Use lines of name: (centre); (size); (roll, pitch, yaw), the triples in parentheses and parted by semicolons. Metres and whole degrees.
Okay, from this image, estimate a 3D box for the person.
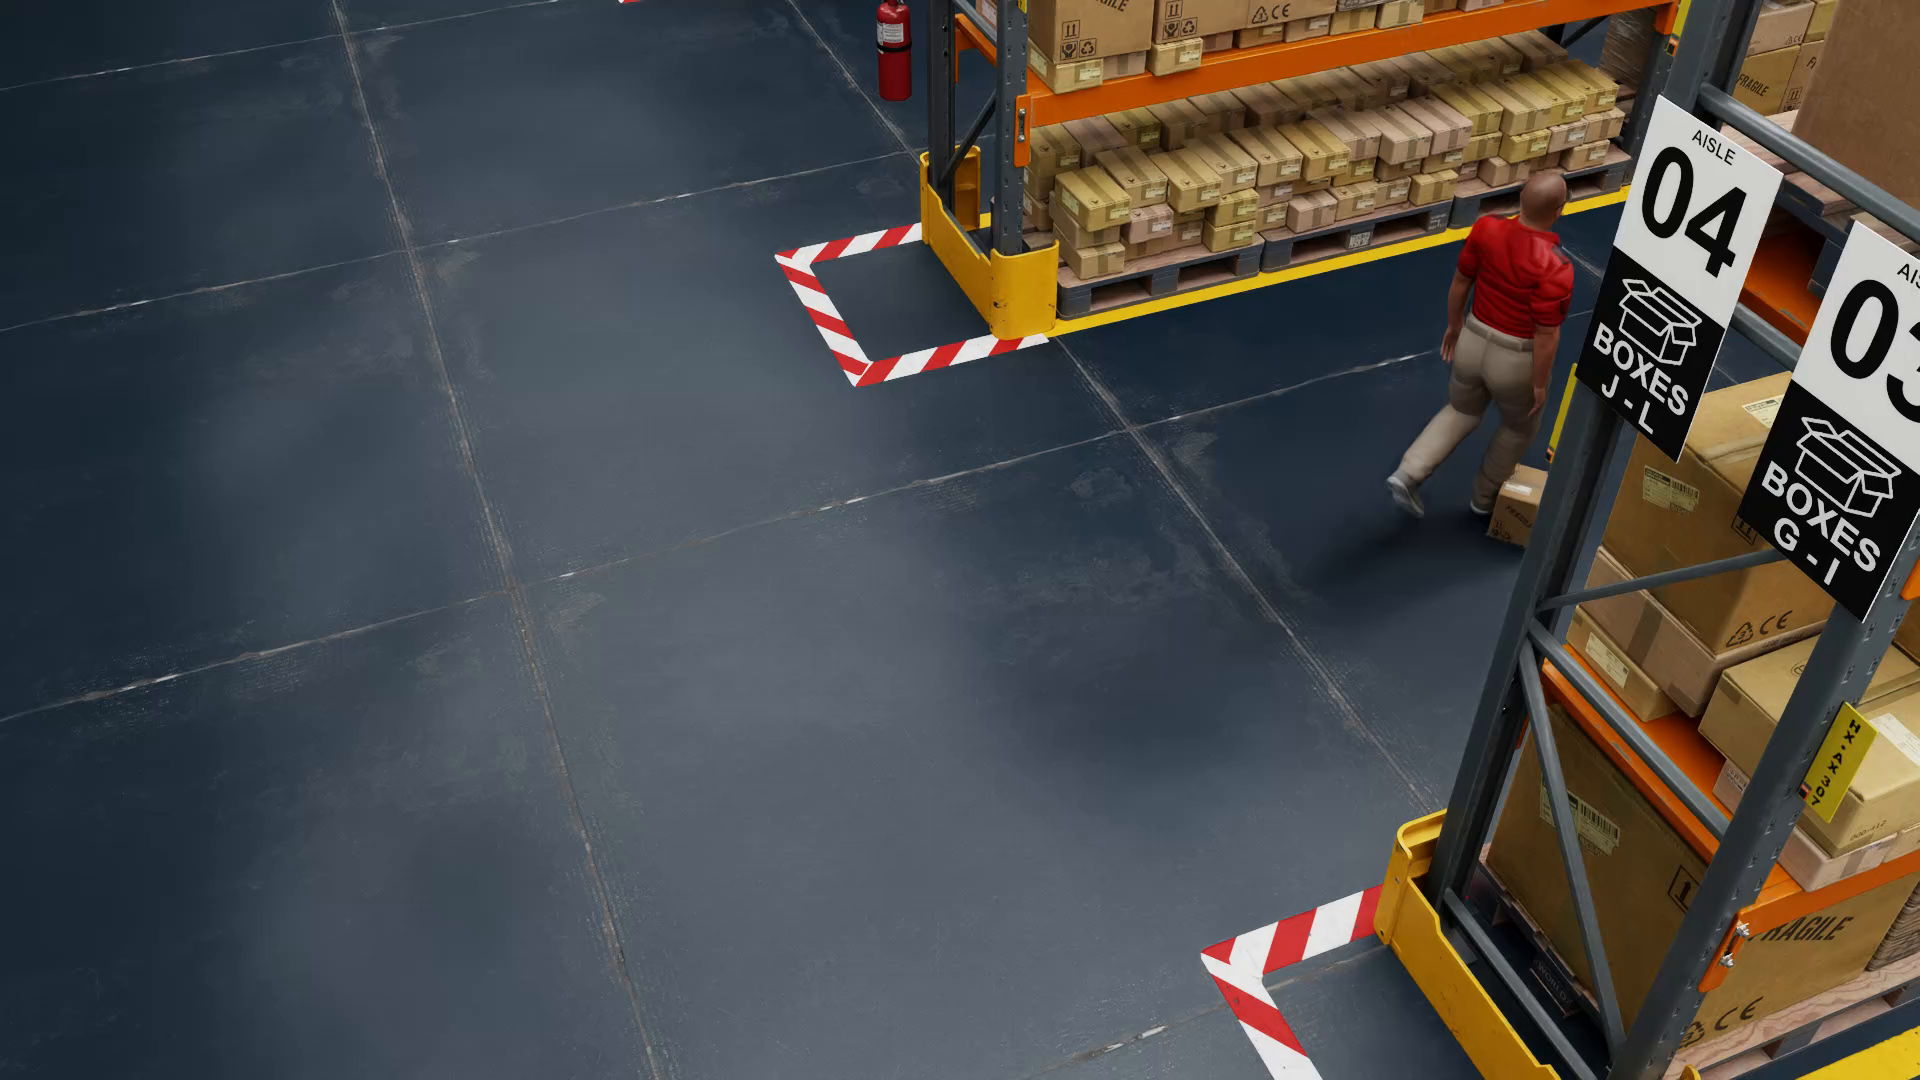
person: (2.237, -0.780, 7.028); (0.781, 1.695, 0.557); (-25, 47, -26)
